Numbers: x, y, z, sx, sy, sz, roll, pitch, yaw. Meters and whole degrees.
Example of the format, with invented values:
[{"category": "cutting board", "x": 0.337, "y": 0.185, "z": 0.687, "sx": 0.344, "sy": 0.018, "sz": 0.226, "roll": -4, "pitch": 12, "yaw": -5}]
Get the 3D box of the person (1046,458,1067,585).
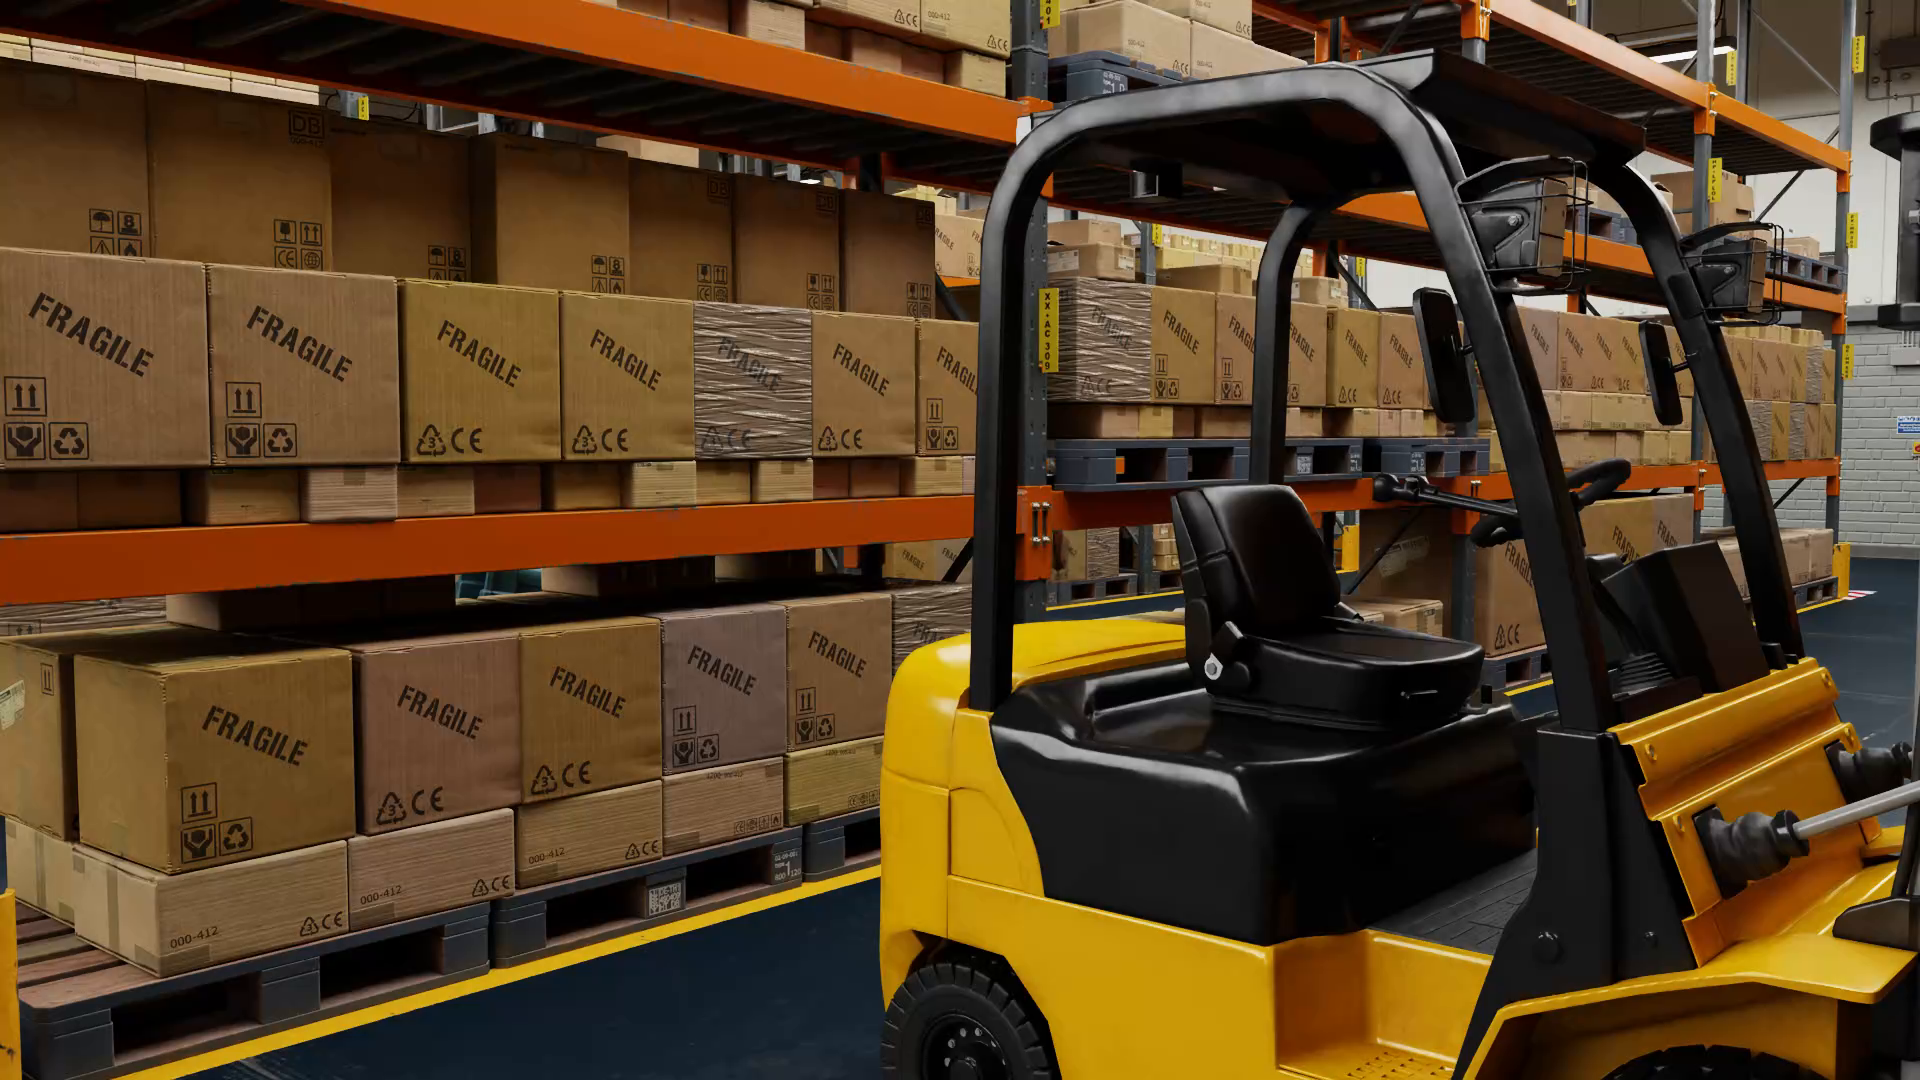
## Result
[{"category": "person", "x": 0.592, "y": 0.044, "z": 12.868, "sx": 0.415, "sy": 1.342, "sz": 0.873, "roll": 3, "pitch": 5, "yaw": 40}]
